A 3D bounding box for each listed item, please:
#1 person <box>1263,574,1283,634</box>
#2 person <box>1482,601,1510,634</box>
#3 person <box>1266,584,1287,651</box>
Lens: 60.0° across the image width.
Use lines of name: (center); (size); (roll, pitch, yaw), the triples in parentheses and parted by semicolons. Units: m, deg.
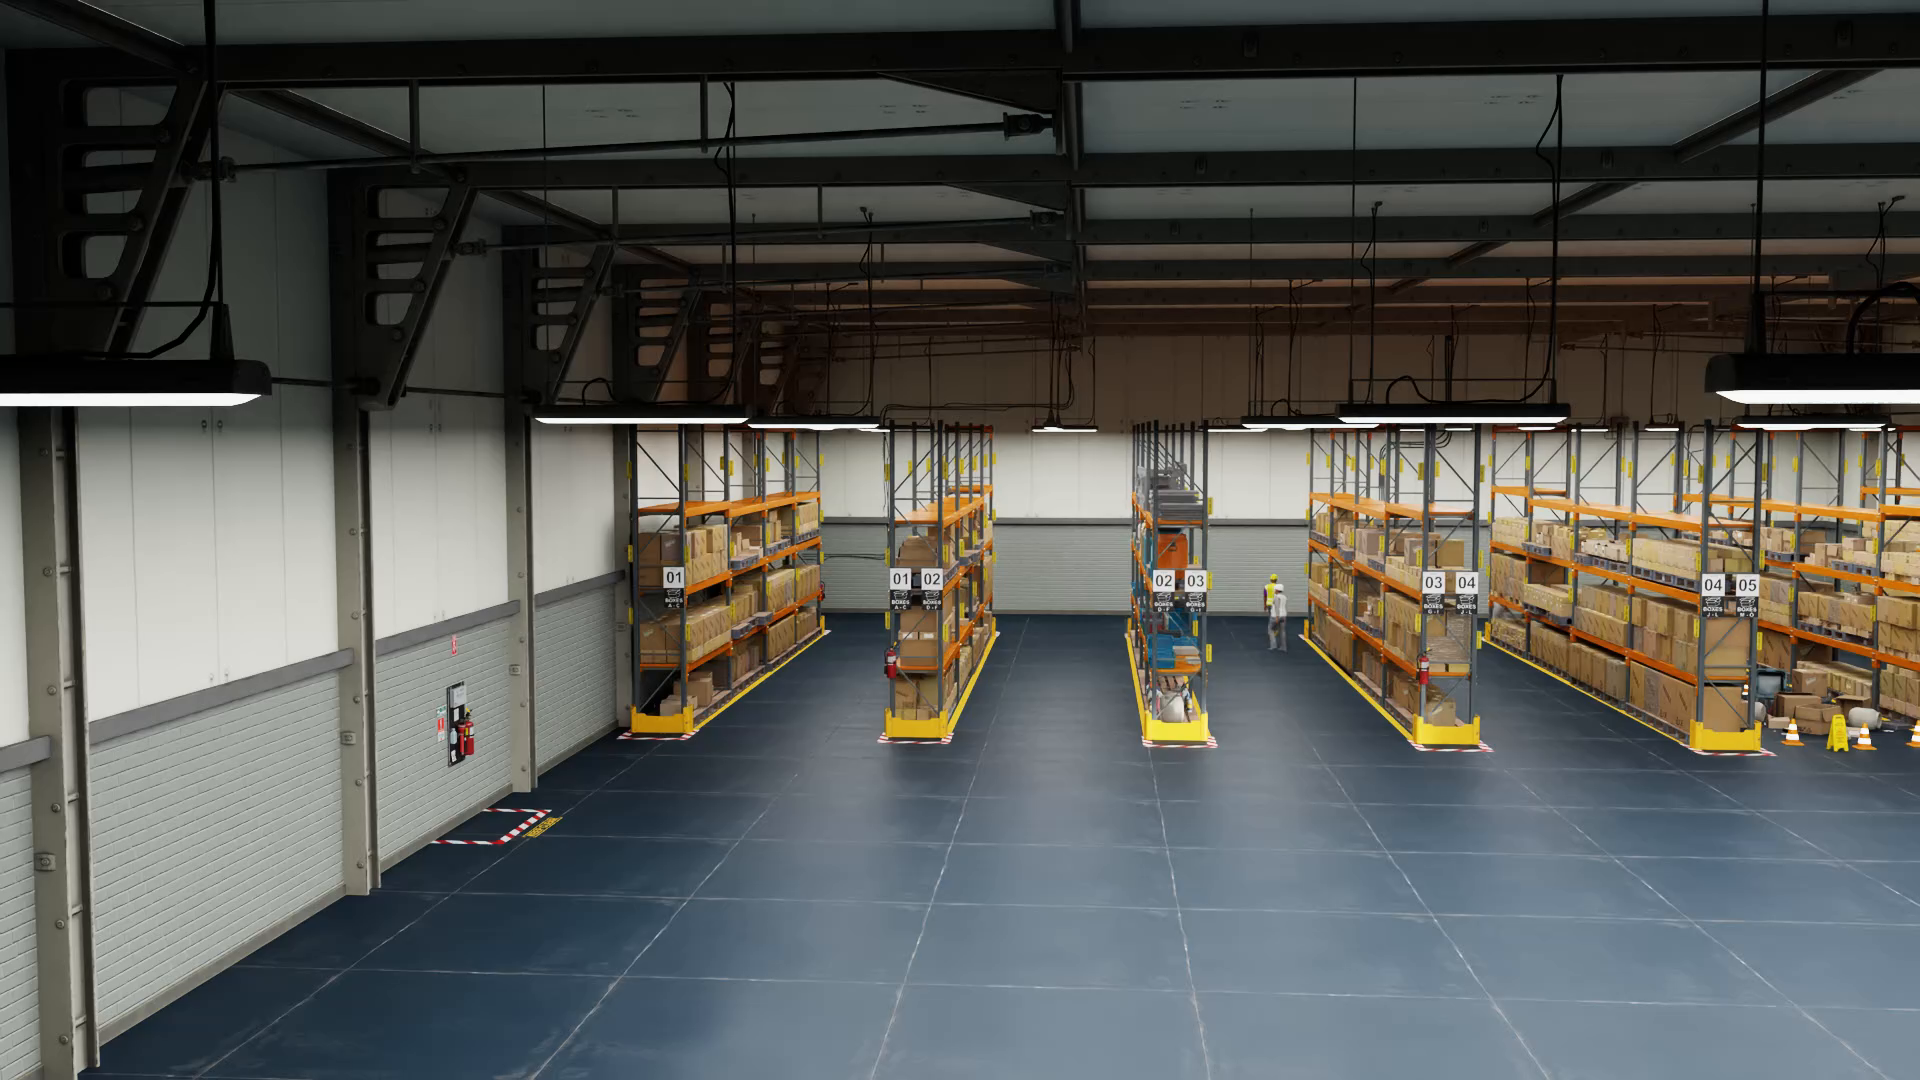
person: (8.948, 1.847, 47.406); (0.583, 1.748, 0.884); (3, 5, 41)
person: (15.414, 1.856, 47.358); (1.050, 1.714, 0.533); (1, 4, 11)
person: (8.485, 2.071, 44.063); (0.522, 1.809, 0.586); (-2, 4, -26)
